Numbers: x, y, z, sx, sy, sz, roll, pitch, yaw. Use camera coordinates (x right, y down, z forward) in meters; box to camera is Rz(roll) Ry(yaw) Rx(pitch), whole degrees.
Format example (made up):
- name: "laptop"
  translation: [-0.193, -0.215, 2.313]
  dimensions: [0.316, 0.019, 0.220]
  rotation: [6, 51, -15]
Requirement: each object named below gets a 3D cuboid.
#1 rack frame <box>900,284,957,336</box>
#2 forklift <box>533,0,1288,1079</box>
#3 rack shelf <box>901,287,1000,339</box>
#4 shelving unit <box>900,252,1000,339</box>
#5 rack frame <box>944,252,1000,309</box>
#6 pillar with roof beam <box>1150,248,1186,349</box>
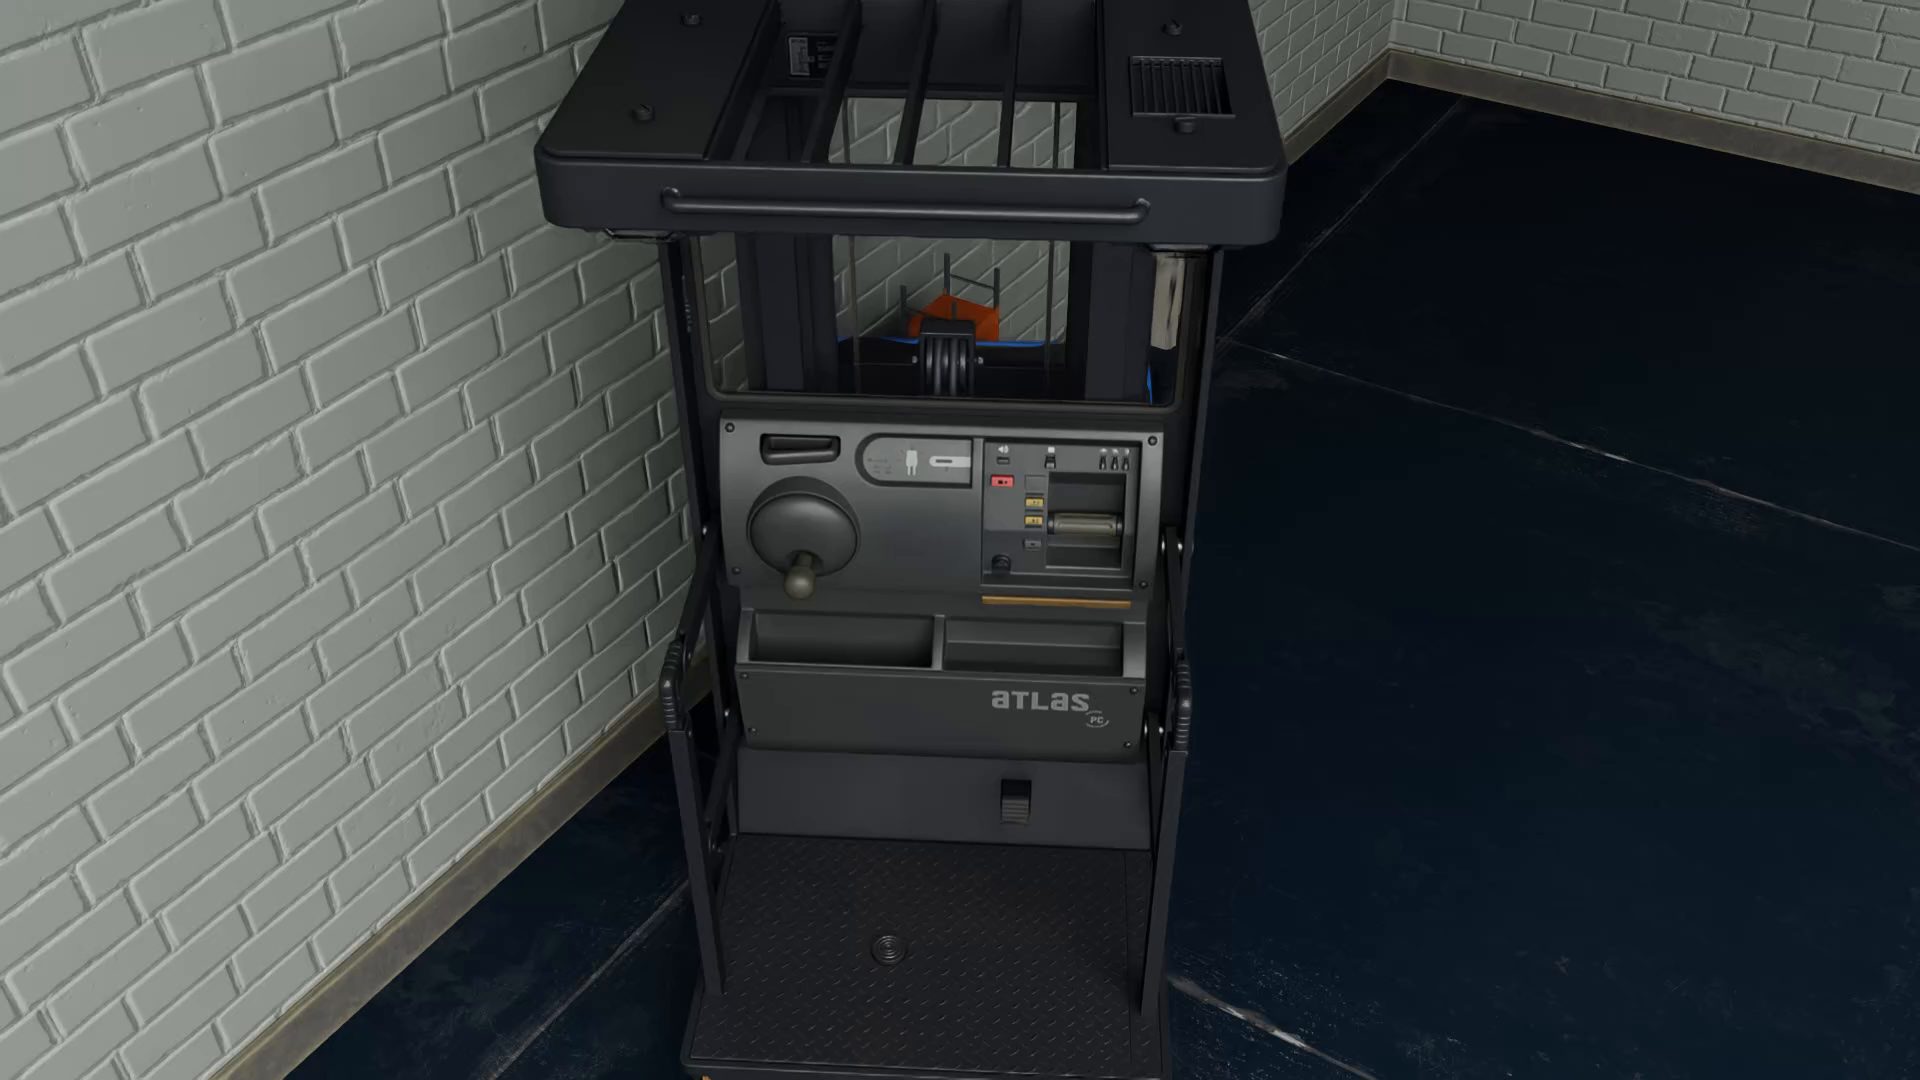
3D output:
- name: "rack frame"
  translation: [-0.094, -0.325, 5.312]
  dimensions: [0.200, 1.050, 0.008]
  rotation: [21, 42, 25]
- name: "forklift"
  translation: [-0.053, 0.007, 3.340]
  dimensions: [1.130, 2.935, 3.031]
  rotation: [2, 38, 3]
- name: "rack shelf"
  translation: [-0.029, -0.605, 5.227]
  dimensions: [0.215, 0.259, 0.240]
  rotation: [21, 42, 25]
- name: "shelving unit"
  translation: [-0.029, -0.388, 5.394]
  dimensions: [0.215, 1.050, 0.252]
  rotation: [21, 42, 25]
- name: "rack frame"
  translation: [0.037, -0.451, 5.475]
  dimensions: [0.200, 1.050, 0.008]
  rotation: [21, 42, 25]
- name: "pillar with roof beam"
  translation: [4.451, -3.083, 2.378]
  dimensions: [9.100, 9.000, 0.400]
  rotation: [21, 42, 25]
